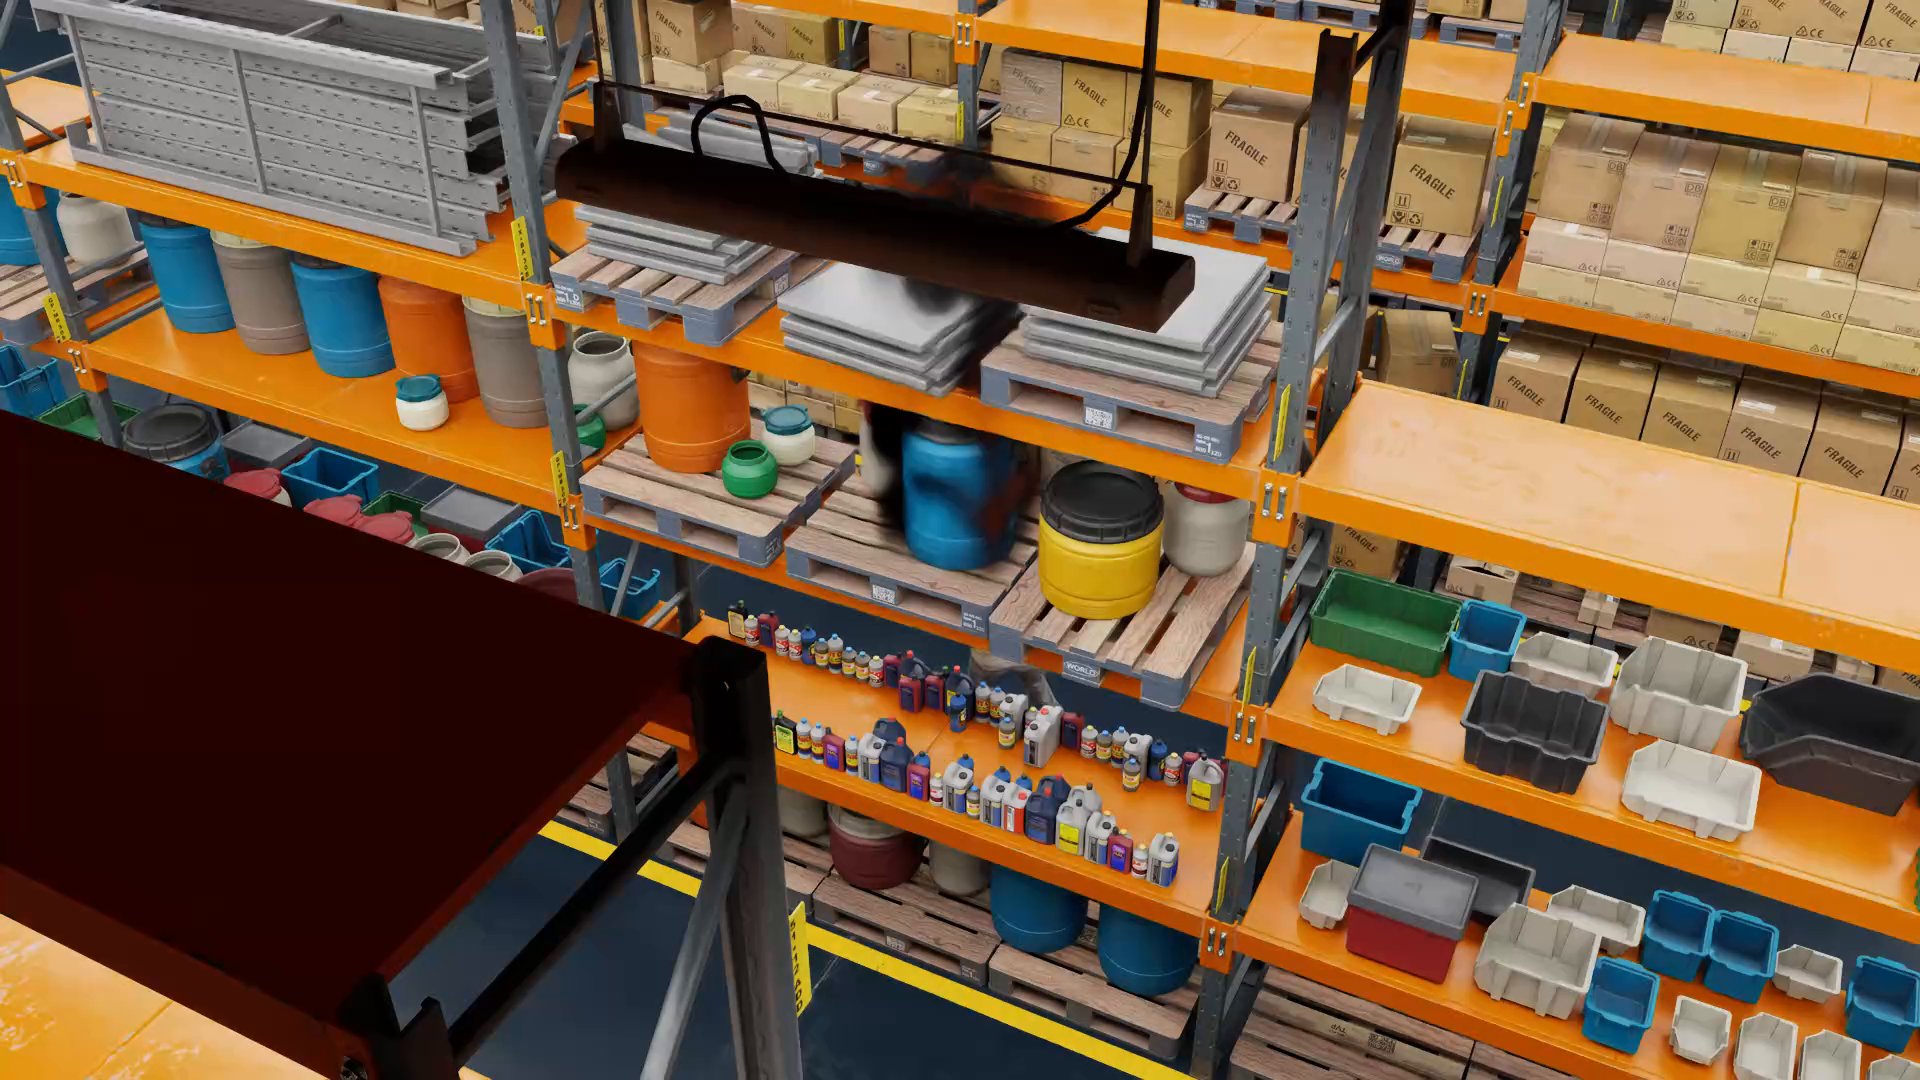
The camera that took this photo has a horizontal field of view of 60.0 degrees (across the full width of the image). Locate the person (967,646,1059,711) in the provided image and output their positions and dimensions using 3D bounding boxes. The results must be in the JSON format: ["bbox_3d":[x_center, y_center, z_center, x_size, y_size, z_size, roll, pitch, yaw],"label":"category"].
[{"bbox_3d":[0.361,0.704,11.361,0.807,1.730,0.556,-10,36,-14],"label":"person"}]

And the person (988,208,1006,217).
[{"bbox_3d":[0.564,-2.469,15.958,0.940,1.660,0.598,11,36,15],"label":"person"}]

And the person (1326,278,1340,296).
[{"bbox_3d":[3.260,-1.735,14.886,0.666,1.706,0.628,17,39,23],"label":"person"}]
